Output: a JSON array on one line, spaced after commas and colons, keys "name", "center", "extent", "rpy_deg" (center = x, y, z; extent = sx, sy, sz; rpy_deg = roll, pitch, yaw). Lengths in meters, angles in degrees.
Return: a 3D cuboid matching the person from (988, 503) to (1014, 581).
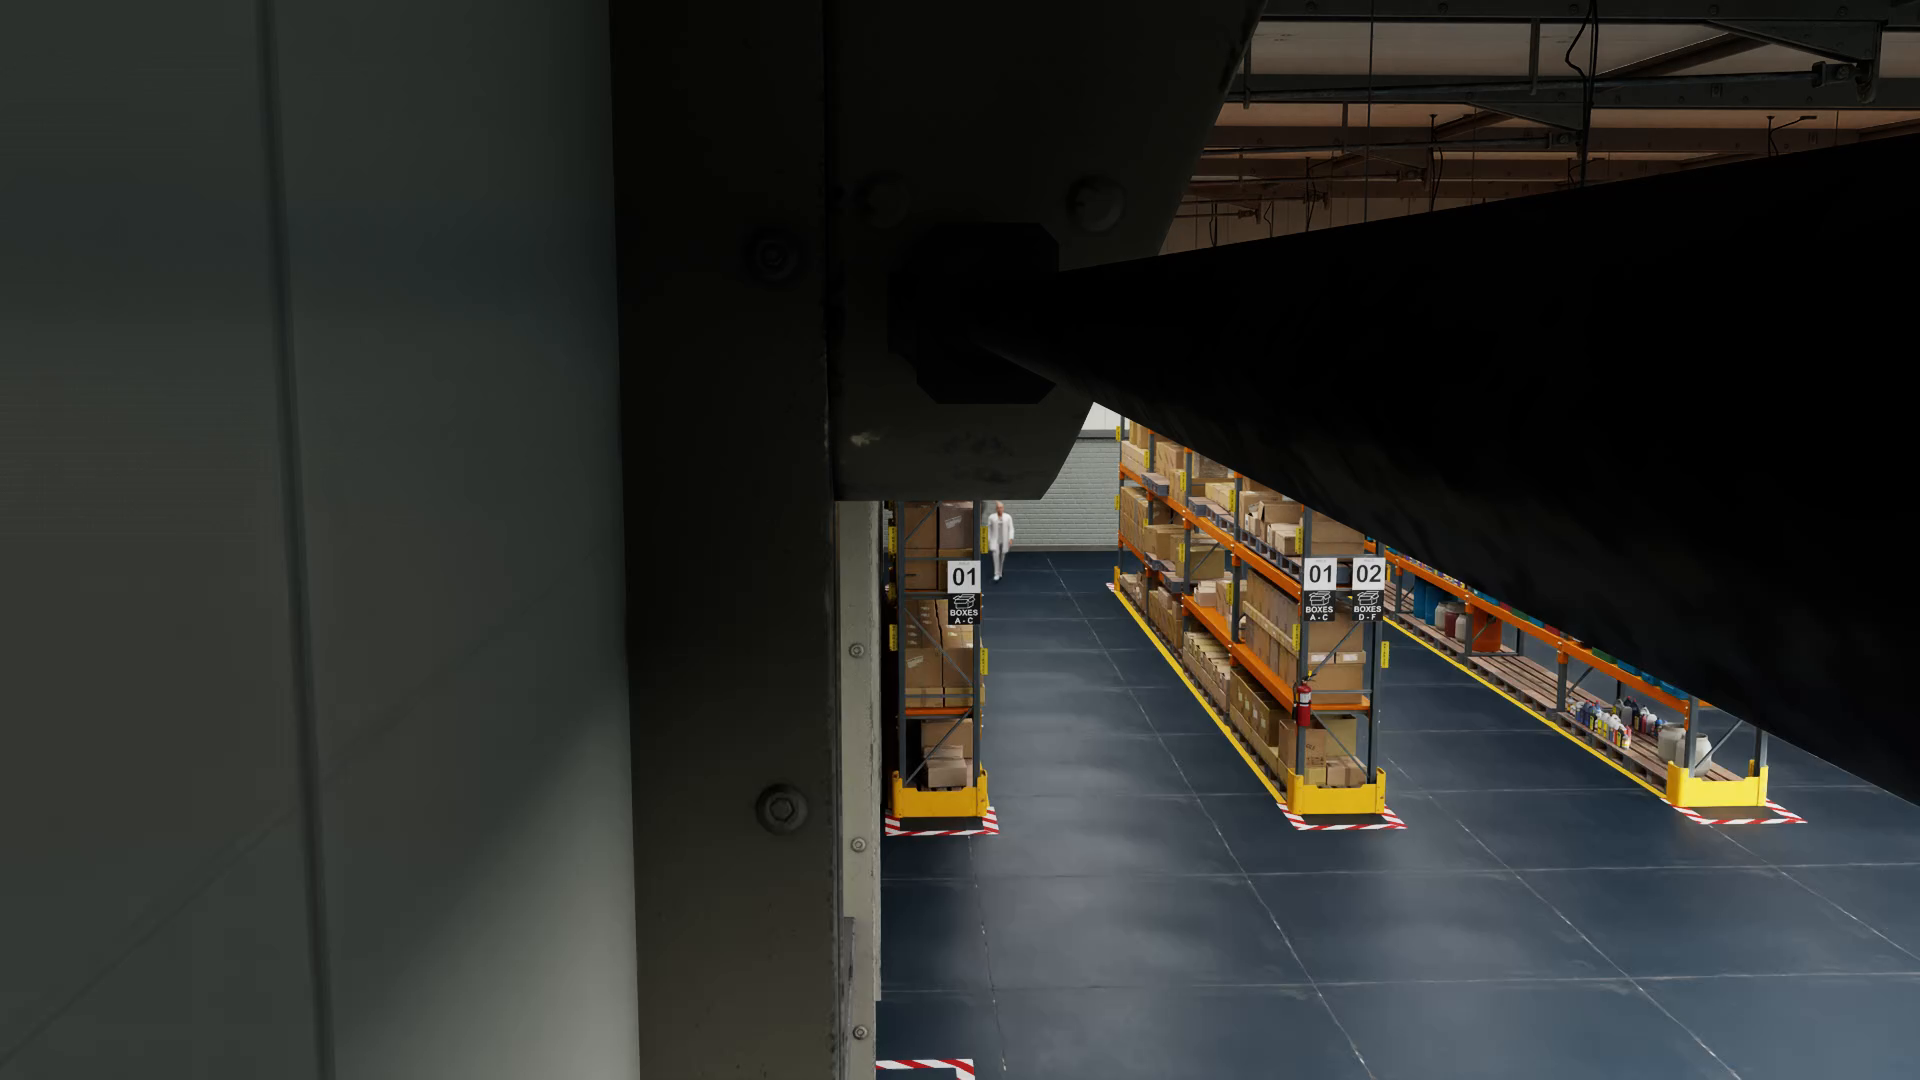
[{"name": "person", "center": [0.941, 0.042, 37.605], "extent": [0.606, 1.726, 1.084], "rpy_deg": [-1, 8, -10]}]
